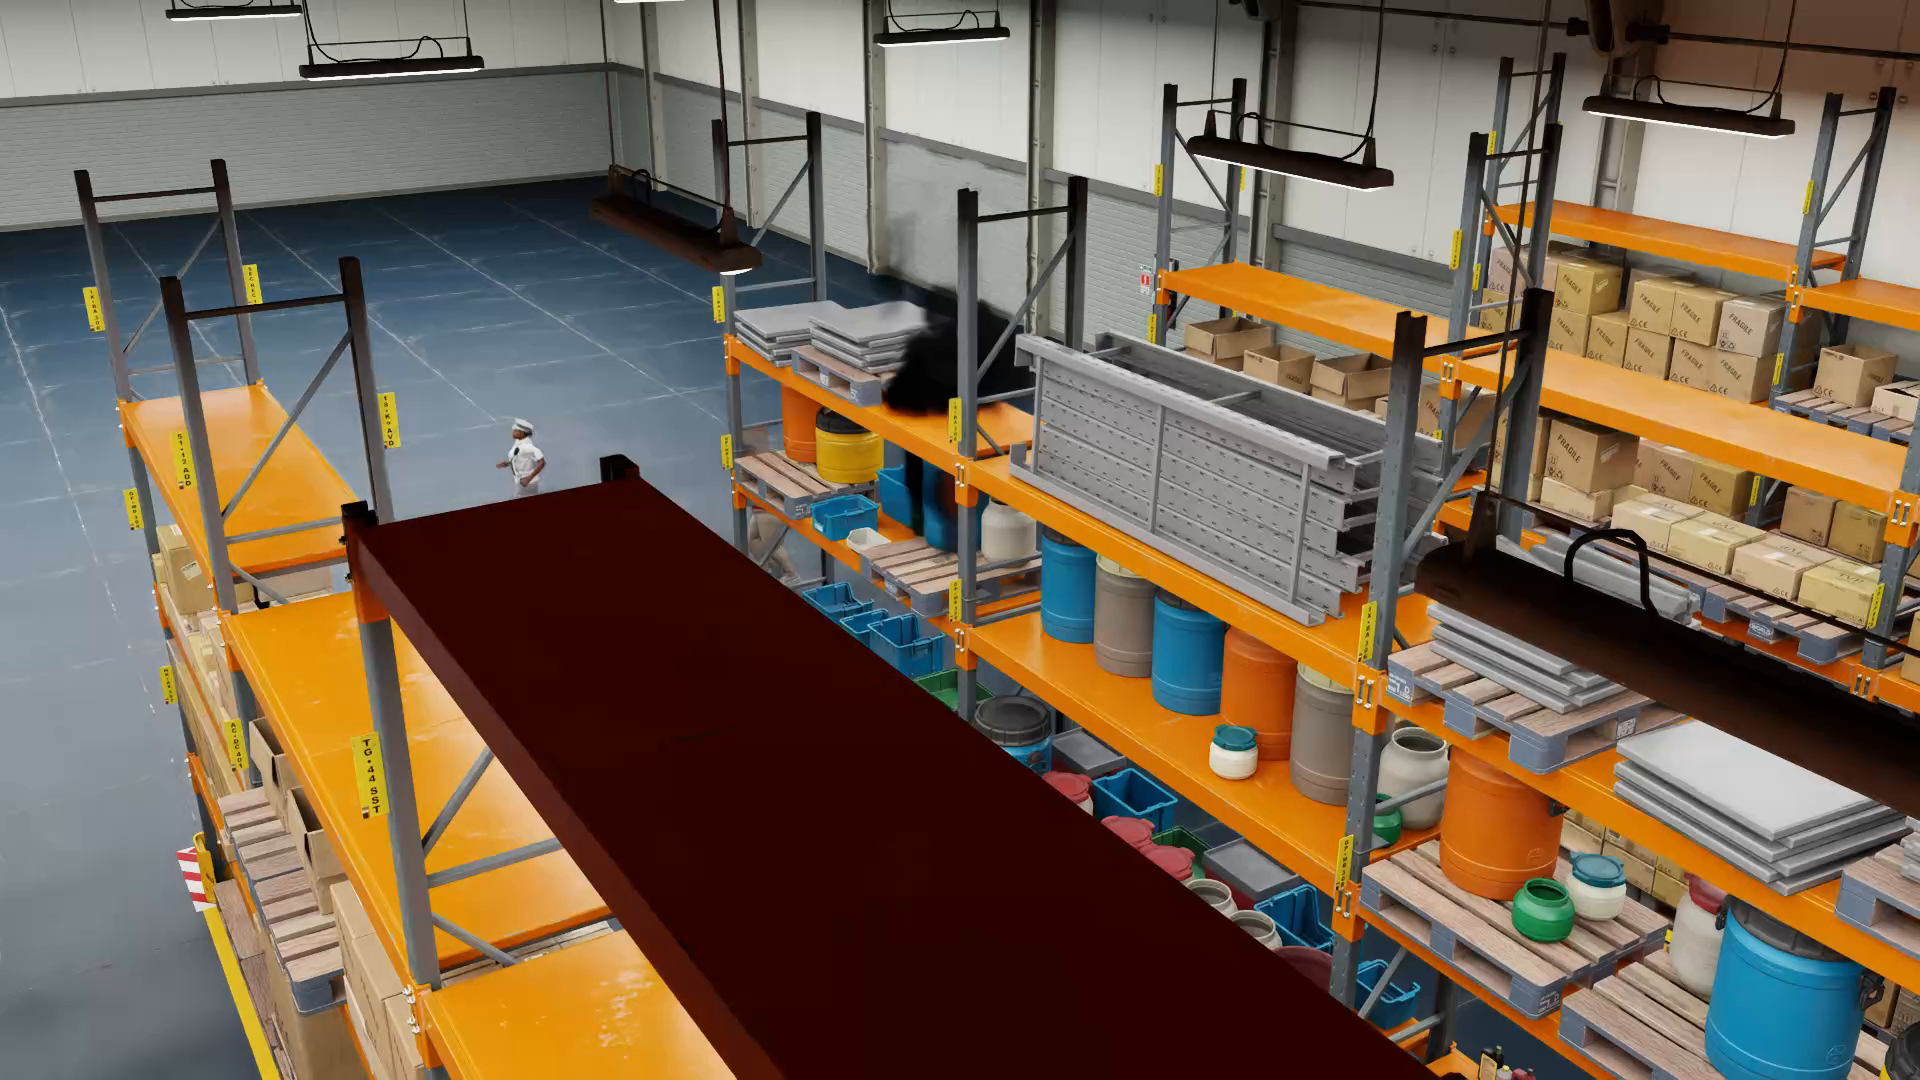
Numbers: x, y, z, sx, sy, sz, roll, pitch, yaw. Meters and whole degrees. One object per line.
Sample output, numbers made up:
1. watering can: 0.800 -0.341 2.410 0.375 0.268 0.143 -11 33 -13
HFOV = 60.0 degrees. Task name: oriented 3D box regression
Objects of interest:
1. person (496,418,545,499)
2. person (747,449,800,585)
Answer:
1. person: -5.429 -0.715 20.866 0.923 1.694 0.579 -7 23 -16
2. person: -2.301 -0.242 19.720 0.744 1.774 0.635 -3 22 -7
